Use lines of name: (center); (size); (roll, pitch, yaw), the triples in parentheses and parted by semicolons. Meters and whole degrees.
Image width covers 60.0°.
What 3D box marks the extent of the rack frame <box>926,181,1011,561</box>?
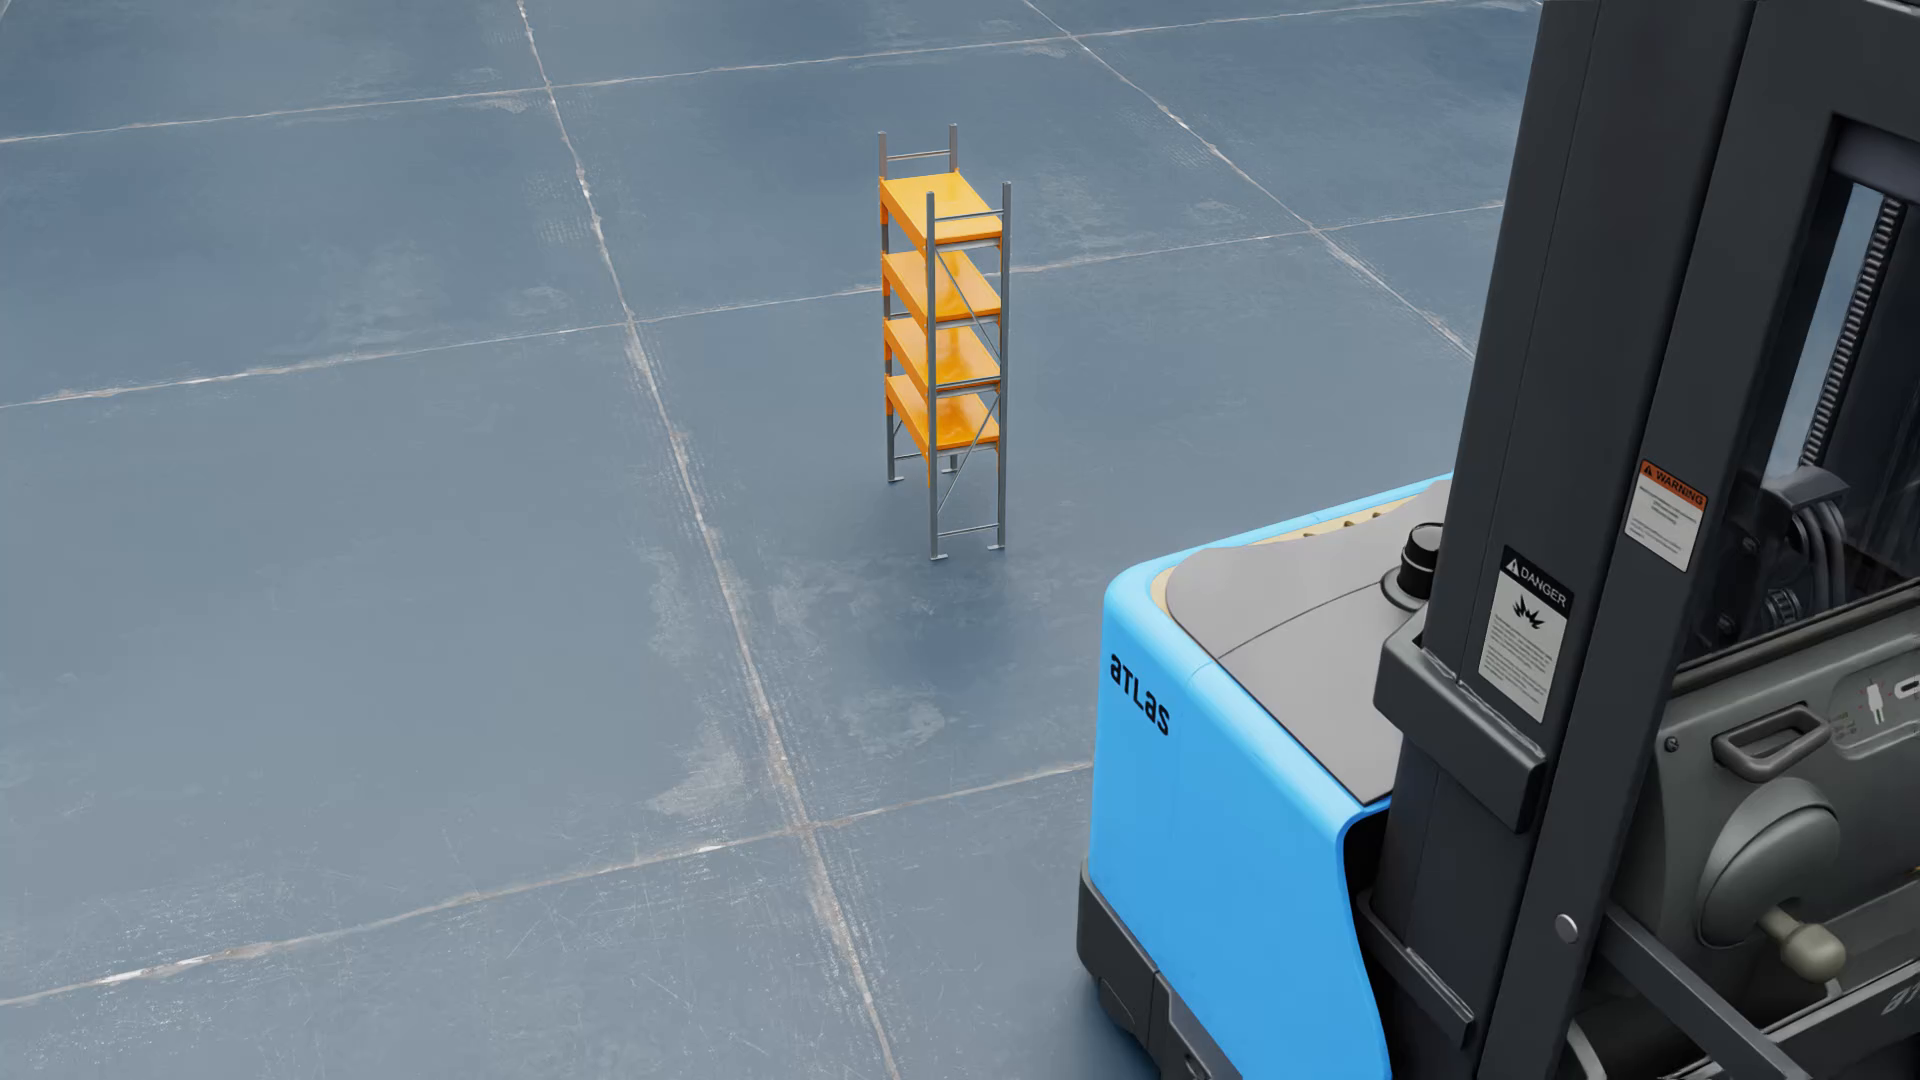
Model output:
rack frame: (0.024, -0.459, 4.857); (0.240, 1.200, 0.015); (-10, 35, -15)

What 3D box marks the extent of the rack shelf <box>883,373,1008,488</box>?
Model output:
rack shelf: (-0.050, -0.366, 5.197); (0.258, 0.148, 0.480); (-10, 35, -15)

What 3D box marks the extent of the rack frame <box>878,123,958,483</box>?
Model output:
rack frame: (-0.125, -0.716, 5.245); (0.240, 1.200, 0.015); (-10, 35, -15)

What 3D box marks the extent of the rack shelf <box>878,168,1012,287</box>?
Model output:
rack shelf: (-0.050, -0.915, 4.834); (0.258, 0.148, 0.480); (-10, 35, -15)

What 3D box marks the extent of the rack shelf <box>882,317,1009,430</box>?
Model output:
rack shelf: (-0.050, -0.531, 5.088); (0.258, 0.148, 0.480); (-10, 35, -15)

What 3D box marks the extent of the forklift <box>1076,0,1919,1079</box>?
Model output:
forklift: (1.366, 0.345, 2.069); (1.130, 2.935, 3.031); (-15, 36, -22)

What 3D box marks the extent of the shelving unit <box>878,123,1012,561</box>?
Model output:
shelving unit: (-0.050, -0.587, 5.051); (0.258, 1.200, 0.503); (-10, 35, -15)

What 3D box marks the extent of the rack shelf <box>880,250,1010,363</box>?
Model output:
rack shelf: (-0.050, -0.718, 4.965); (0.258, 0.148, 0.480); (-10, 35, -15)
